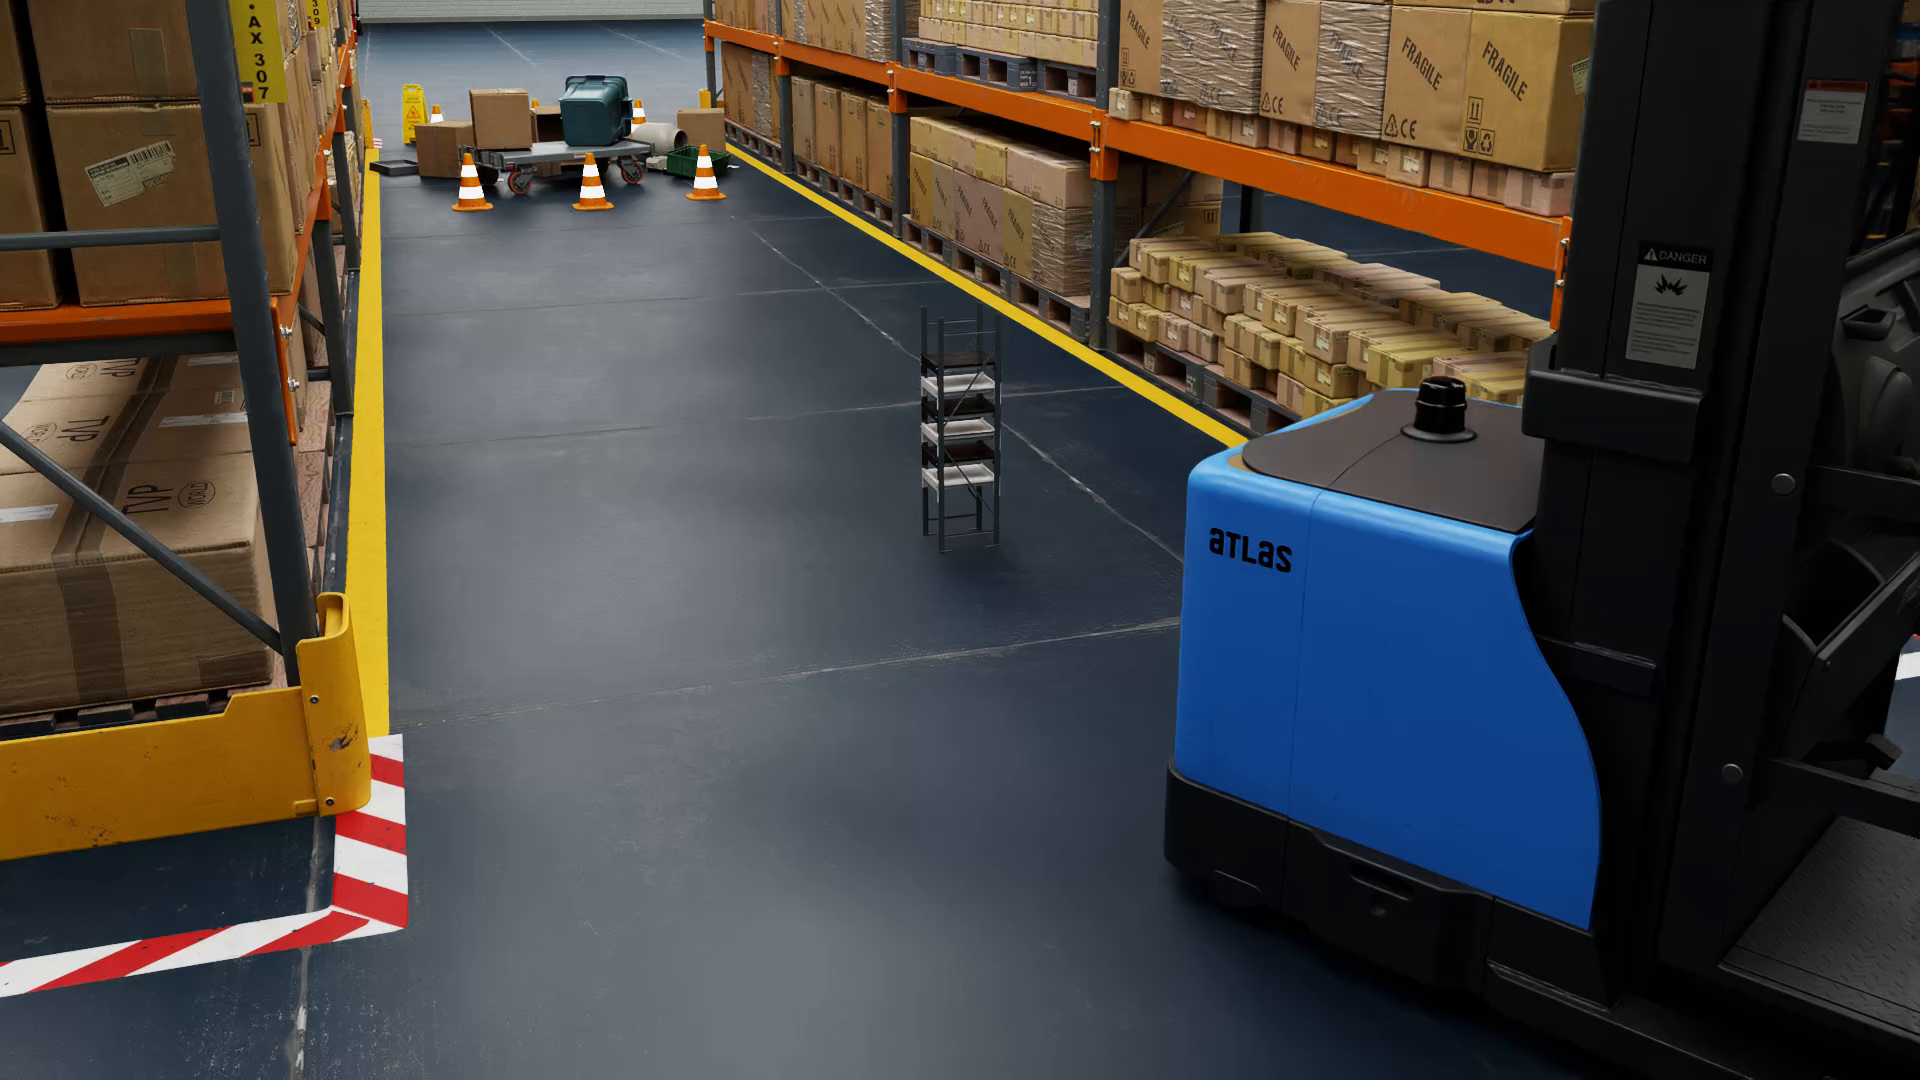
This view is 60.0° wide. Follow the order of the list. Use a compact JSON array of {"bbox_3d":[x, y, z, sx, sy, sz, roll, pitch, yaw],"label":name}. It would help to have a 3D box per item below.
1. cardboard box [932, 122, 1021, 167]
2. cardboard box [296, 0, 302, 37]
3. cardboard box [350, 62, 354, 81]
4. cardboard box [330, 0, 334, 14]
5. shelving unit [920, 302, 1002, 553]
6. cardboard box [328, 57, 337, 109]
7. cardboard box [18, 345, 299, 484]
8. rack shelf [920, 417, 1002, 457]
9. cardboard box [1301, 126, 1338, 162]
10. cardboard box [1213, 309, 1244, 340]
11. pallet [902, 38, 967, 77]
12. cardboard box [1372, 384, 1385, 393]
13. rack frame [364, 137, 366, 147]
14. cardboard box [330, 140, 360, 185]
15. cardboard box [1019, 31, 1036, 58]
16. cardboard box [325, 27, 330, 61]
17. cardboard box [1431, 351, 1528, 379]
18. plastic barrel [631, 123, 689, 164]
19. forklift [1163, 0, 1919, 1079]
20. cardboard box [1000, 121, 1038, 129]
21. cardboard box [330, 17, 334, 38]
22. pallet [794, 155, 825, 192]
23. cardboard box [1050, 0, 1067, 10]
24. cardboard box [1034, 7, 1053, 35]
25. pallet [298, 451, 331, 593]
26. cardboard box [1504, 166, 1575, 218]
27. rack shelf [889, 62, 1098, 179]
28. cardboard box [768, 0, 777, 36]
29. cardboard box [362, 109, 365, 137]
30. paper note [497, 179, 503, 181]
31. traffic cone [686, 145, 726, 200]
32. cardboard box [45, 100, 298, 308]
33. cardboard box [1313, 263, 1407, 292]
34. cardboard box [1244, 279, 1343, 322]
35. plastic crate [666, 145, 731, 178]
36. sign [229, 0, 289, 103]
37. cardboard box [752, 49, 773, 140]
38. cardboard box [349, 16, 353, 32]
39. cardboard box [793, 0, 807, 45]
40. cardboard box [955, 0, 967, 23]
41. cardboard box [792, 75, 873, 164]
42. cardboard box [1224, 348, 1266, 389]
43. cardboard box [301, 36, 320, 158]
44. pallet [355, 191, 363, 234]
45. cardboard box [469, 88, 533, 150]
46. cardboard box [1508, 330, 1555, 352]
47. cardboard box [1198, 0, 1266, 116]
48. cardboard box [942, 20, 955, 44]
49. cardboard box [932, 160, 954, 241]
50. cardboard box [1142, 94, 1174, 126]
[{"bbox_3d":[0.115,-2.785,11.701,0.500,0.250,0.500,-7,21,-18],"label":"cardboard box"},{"bbox_3d":[-2.880,-2.211,6.507,0.500,0.500,0.500,-7,21,-18],"label":"cardboard box"},{"bbox_3d":[-5.868,-4.372,15.530,0.380,0.149,0.250,-6,21,-16],"label":"cardboard box"},{"bbox_3d":[-5.114,-4.314,12.780,0.500,0.500,0.500,-7,21,-19],"label":"cardboard box"},{"bbox_3d":[0.003,-0.421,6.257,0.258,0.900,0.210,-6,21,-17],"label":"shelving unit"},{"bbox_3d":[-3.788,-2.571,9.359,0.500,0.250,0.500,-7,21,-18],"label":"cardboard box"},{"bbox_3d":[-3.064,-0.471,6.458,0.875,0.438,0.875,-7,21,-19],"label":"cardboard box"},{"bbox_3d":[0.003,-0.390,6.268,0.258,0.077,0.200,-6,21,-17],"label":"rack shelf"},{"bbox_3d":[1.692,-1.716,7.129,0.380,0.149,0.250,-6,21,-16],"label":"cardboard box"},{"bbox_3d":[1.458,-1.059,8.084,0.380,0.149,0.250,-5,20,-15],"label":"cardboard box"},{"bbox_3d":[0.294,-3.513,12.044,1.213,0.211,1.003,-6,21,-17],"label":"pallet"},{"bbox_3d":[1.881,-0.555,6.681,0.380,0.149,0.250,-7,21,-19],"label":"cardboard box"},{"bbox_3d":[-7.213,-5.830,18.210,1.000,3.000,0.127,-6,21,-17],"label":"rack frame"},{"bbox_3d":[-5.560,-3.109,13.900,0.950,0.372,0.625,-5,20,-14],"label":"cardboard box"},{"bbox_3d":[0.583,-3.056,10.237,0.380,0.149,0.250,-7,21,-20],"label":"cardboard box"},{"bbox_3d":[-3.797,-2.806,9.273,0.500,0.250,0.500,-7,21,-19],"label":"cardboard box"},{"bbox_3d":[2.051,-0.619,6.419,0.380,0.149,0.250,-6,21,-16],"label":"cardboard box"},{"bbox_3d":[-3.102,-4.093,17.186,0.512,0.421,0.421,8,21,20],"label":"plastic barrel"},{"bbox_3d":[1.933,-0.332,3.005,3.031,2.935,1.130,17,26,39],"label":"forklift"},{"bbox_3d":[0.601,-2.843,11.860,0.500,0.250,0.500,-6,21,-16],"label":"cardboard box"},{"bbox_3d":[-4.791,-3.743,12.152,0.380,0.149,0.250,-6,21,-17],"label":"cardboard box"},{"bbox_3d":[-0.975,-3.553,15.995,1.003,0.211,1.213,-6,21,-17],"label":"pallet"},{"bbox_3d":[0.750,-3.174,9.686,0.380,0.149,0.250,-7,21,-19],"label":"cardboard box"},{"bbox_3d":[0.664,-3.115,9.962,0.380,0.149,0.250,-7,21,-19],"label":"cardboard box"},{"bbox_3d":[-2.890,-0.022,6.166,1.003,0.211,1.213,-6,21,-17],"label":"pallet"},{"bbox_3d":[2.112,-1.210,5.719,0.380,0.149,0.250,-6,21,-17],"label":"cardboard box"},{"bbox_3d":[0.597,-2.840,10.952,1.077,0.370,4.000,-6,21,-17],"label":"rack shelf"},{"bbox_3d":[-1.416,-5.292,16.491,0.875,0.550,0.550,-6,21,-17],"label":"cardboard box"},{"bbox_3d":[-6.696,-4.495,17.940,0.500,0.250,0.500,-6,21,-17],"label":"cardboard box"},{"bbox_3d":[-4.503,-3.500,16.116,0.148,0.019,0.142,-6,21,-17],"label":"paper note"},{"bbox_3d":[-2.301,-3.320,14.975,0.336,0.463,0.334,-6,21,-17],"label":"traffic cone"},{"bbox_3d":[-2.063,-0.927,4.412,0.500,0.500,0.500,-7,21,-18],"label":"cardboard box"},{"bbox_3d":[1.968,-1.261,8.206,0.380,0.149,0.250,-7,21,-20],"label":"cardboard box"},{"bbox_3d":[1.564,-1.120,7.813,0.380,0.149,0.250,-7,21,-19],"label":"cardboard box"},{"bbox_3d":[-2.587,-3.725,16.424,0.450,0.188,0.662,13,22,7],"label":"plastic crate"},{"bbox_3d":[-1.656,-1.197,3.914,0.100,0.325,0.005,-6,21,-17],"label":"sign"},{"bbox_3d":[-1.707,-4.800,17.866,0.875,0.875,0.875,-6,21,-17],"label":"cardboard box"},{"bbox_3d":[-6.538,-5.381,17.331,0.380,0.149,0.250,-6,21,-16],"label":"cardboard box"},{"bbox_3d":[-1.220,-4.792,15.173,0.500,0.500,0.500,-6,21,-17],"label":"cardboard box"},{"bbox_3d":[0.184,-3.611,11.342,0.380,0.149,0.250,-6,21,-17],"label":"cardboard box"},{"bbox_3d":[-1.008,-4.054,15.972,1.050,0.750,0.750,-6,21,-17],"label":"cardboard box"},{"bbox_3d":[1.481,-0.830,7.886,0.380,0.149,0.250,-7,21,-19],"label":"cardboard box"},{"bbox_3d":[-3.053,-1.904,7.133,0.500,0.500,0.500,-6,21,-17],"label":"cardboard box"},{"bbox_3d":[-5.323,-2.592,13.320,1.003,0.211,1.213,-6,21,-17],"label":"pallet"},{"bbox_3d":[-4.276,-3.925,15.484,0.500,0.500,0.500,-6,21,-17],"label":"cardboard box"},{"bbox_3d":[2.482,-0.764,6.822,0.380,0.149,0.250,-6,21,-17],"label":"cardboard box"},{"bbox_3d":[1.429,-2.215,7.558,0.500,0.500,0.500,-7,21,-18],"label":"cardboard box"},{"bbox_3d":[0.087,-3.563,11.648,0.380,0.149,0.250,-5,20,-14],"label":"cardboard box"},{"bbox_3d":[0.110,-2.427,11.813,0.500,0.500,0.500,-6,21,-17],"label":"cardboard box"},{"bbox_3d":[1.156,-2.218,8.527,0.380,0.149,0.250,-6,21,-16],"label":"cardboard box"}]
